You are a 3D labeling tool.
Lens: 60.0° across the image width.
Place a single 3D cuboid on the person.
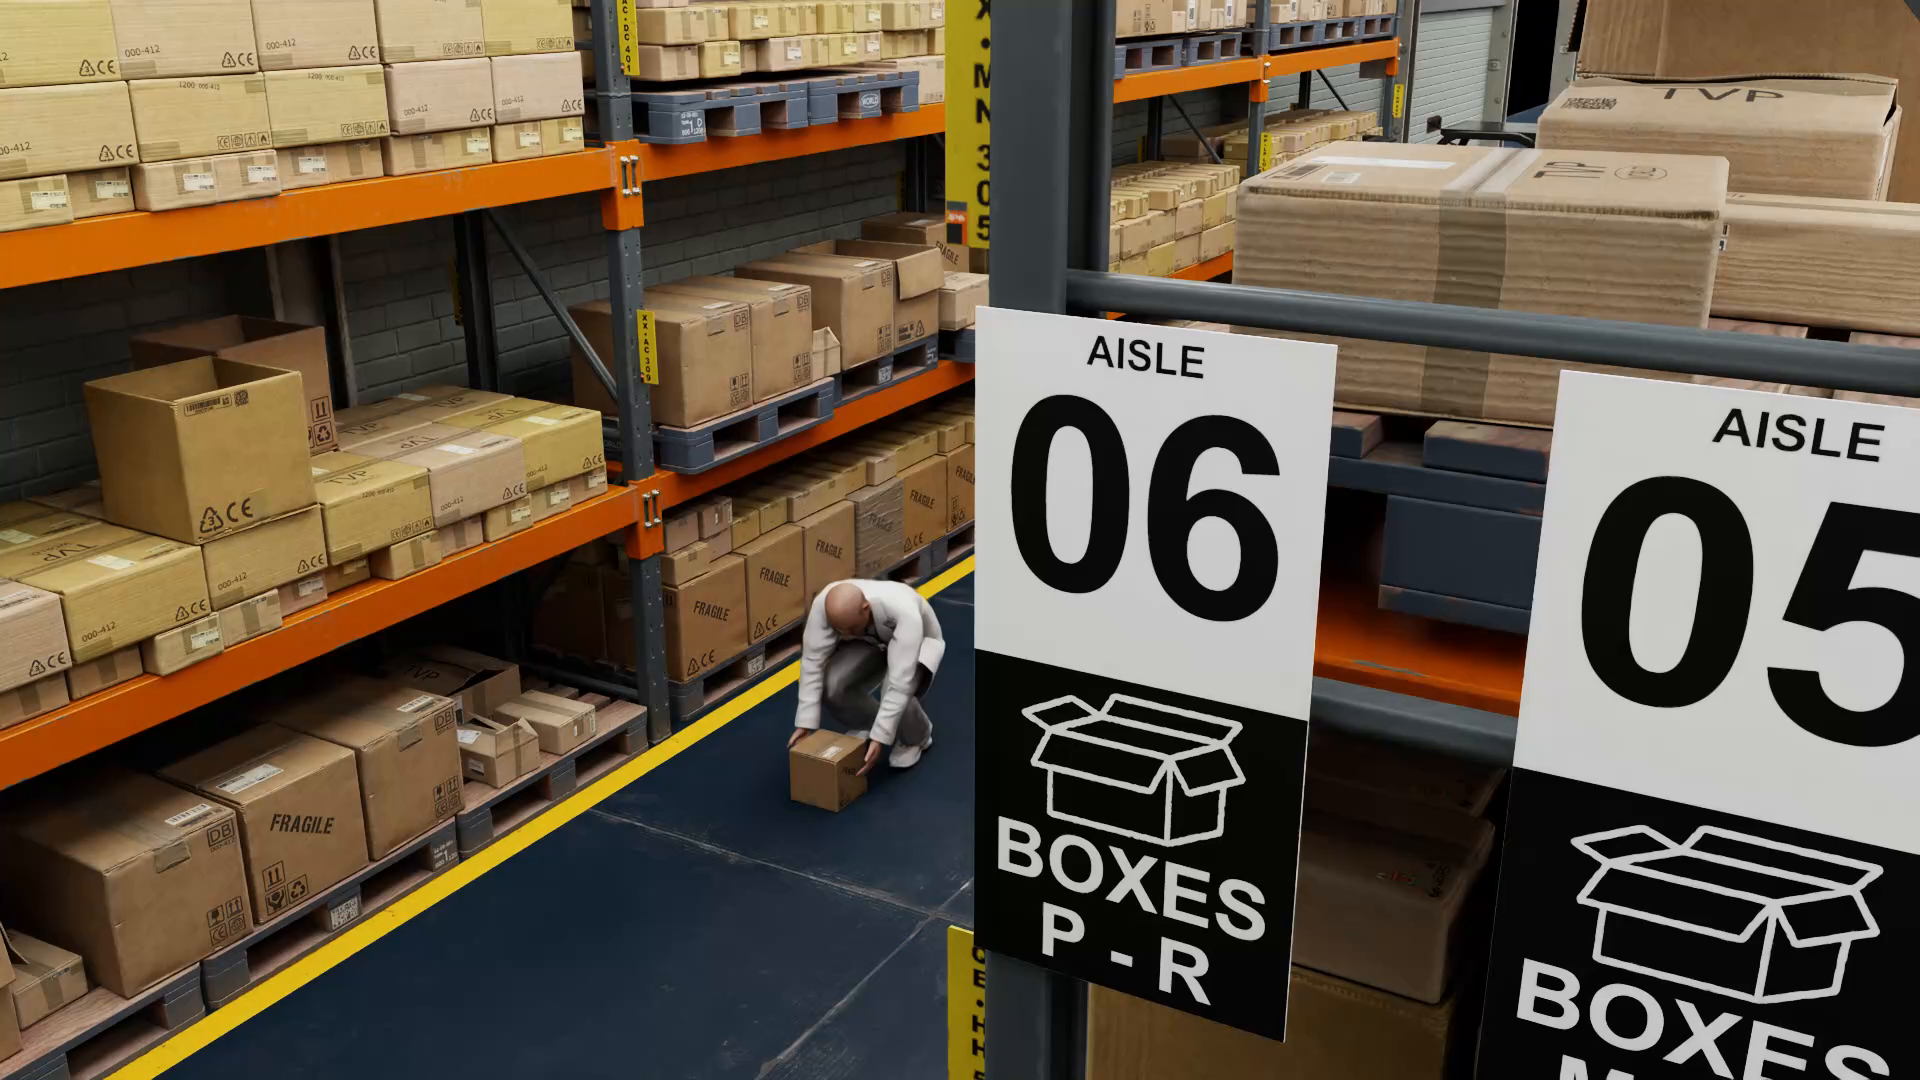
[{"bbox_3d":[-0.391,0.567,7.639,0.611,1.003,0.898,10,22,27],"label":"person"}]
